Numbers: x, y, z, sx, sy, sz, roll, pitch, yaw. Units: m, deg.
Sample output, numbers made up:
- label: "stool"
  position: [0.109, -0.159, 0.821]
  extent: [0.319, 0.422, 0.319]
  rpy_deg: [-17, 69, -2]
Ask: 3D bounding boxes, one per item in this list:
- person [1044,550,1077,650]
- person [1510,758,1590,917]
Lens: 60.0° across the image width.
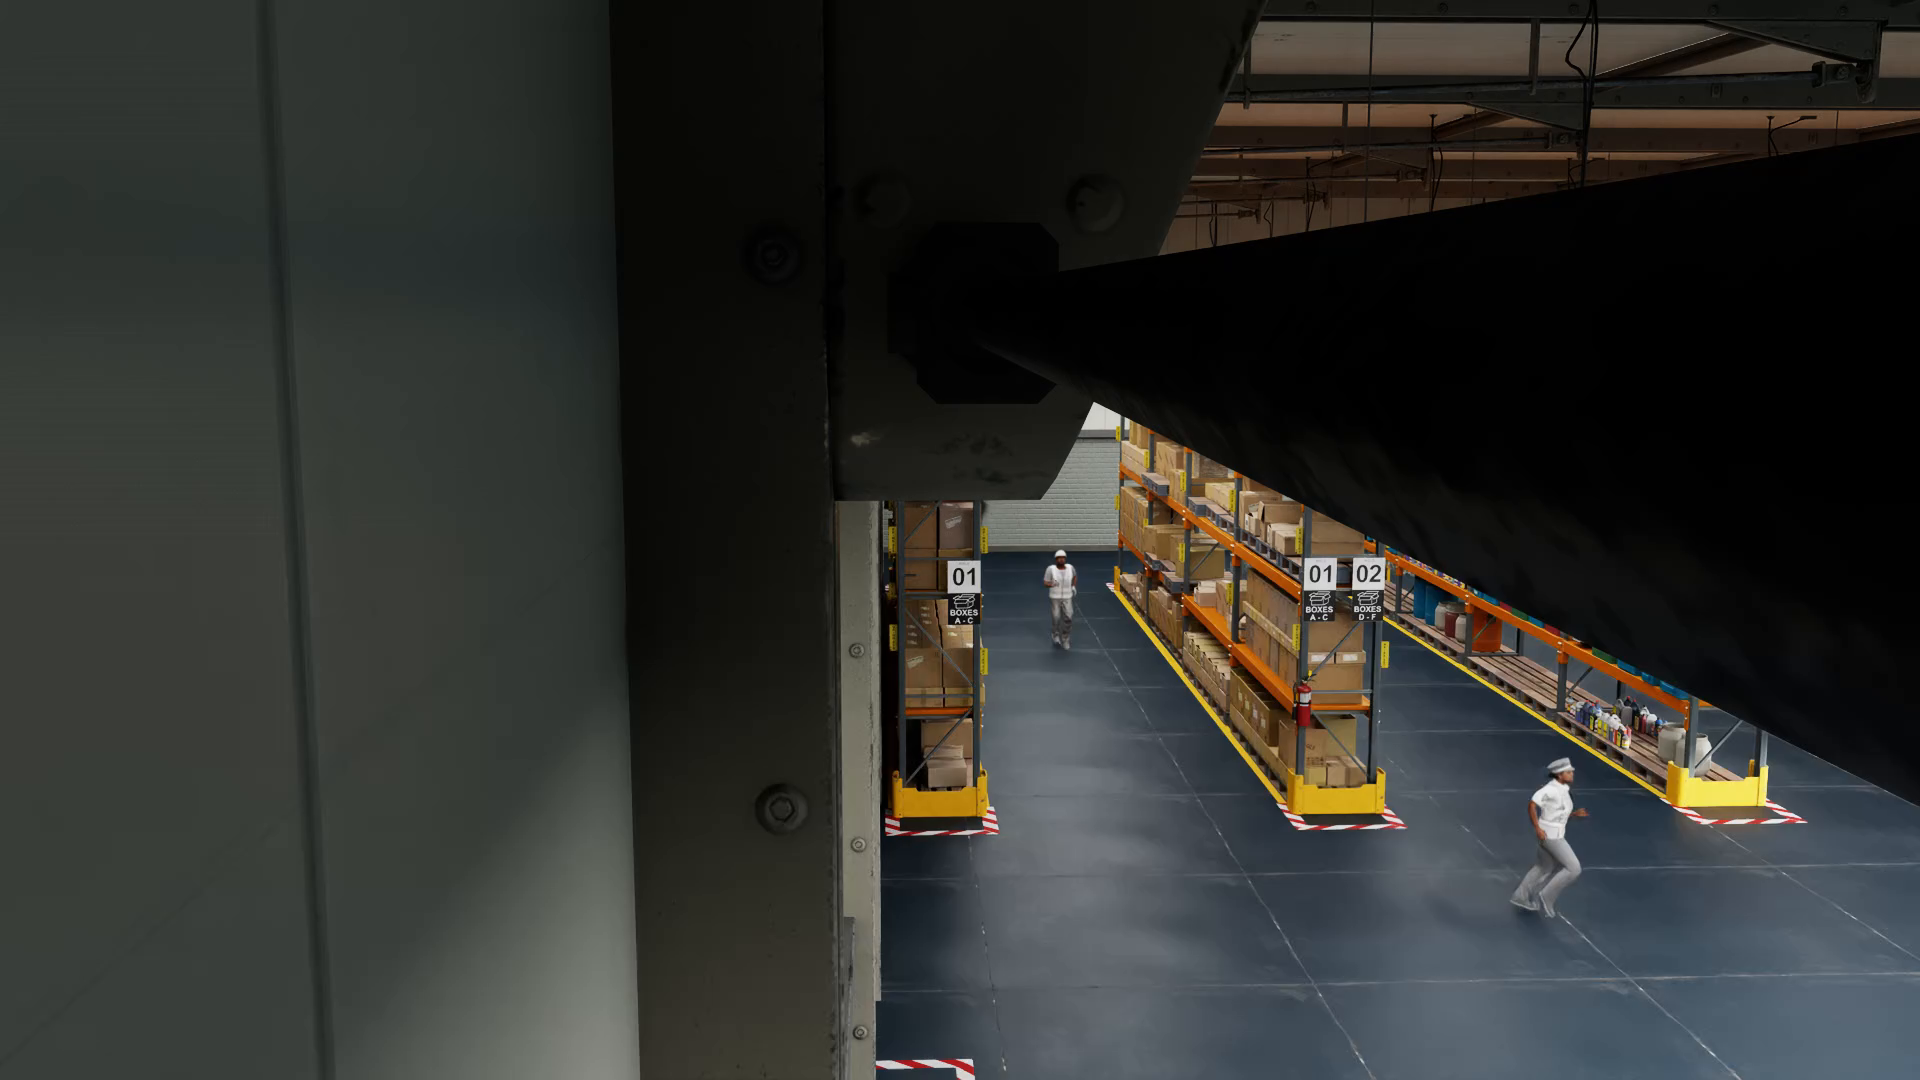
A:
- label: "person"
  position: [1.848, 1.096, 30.329]
  extent: [0.656, 1.828, 0.705]
  rpy_deg: [-1, 8, -5]
- label: "person"
  position: [6.094, 3.055, 17.134]
  extent: [0.721, 1.683, 0.559]
  rpy_deg: [4, 9, 24]
